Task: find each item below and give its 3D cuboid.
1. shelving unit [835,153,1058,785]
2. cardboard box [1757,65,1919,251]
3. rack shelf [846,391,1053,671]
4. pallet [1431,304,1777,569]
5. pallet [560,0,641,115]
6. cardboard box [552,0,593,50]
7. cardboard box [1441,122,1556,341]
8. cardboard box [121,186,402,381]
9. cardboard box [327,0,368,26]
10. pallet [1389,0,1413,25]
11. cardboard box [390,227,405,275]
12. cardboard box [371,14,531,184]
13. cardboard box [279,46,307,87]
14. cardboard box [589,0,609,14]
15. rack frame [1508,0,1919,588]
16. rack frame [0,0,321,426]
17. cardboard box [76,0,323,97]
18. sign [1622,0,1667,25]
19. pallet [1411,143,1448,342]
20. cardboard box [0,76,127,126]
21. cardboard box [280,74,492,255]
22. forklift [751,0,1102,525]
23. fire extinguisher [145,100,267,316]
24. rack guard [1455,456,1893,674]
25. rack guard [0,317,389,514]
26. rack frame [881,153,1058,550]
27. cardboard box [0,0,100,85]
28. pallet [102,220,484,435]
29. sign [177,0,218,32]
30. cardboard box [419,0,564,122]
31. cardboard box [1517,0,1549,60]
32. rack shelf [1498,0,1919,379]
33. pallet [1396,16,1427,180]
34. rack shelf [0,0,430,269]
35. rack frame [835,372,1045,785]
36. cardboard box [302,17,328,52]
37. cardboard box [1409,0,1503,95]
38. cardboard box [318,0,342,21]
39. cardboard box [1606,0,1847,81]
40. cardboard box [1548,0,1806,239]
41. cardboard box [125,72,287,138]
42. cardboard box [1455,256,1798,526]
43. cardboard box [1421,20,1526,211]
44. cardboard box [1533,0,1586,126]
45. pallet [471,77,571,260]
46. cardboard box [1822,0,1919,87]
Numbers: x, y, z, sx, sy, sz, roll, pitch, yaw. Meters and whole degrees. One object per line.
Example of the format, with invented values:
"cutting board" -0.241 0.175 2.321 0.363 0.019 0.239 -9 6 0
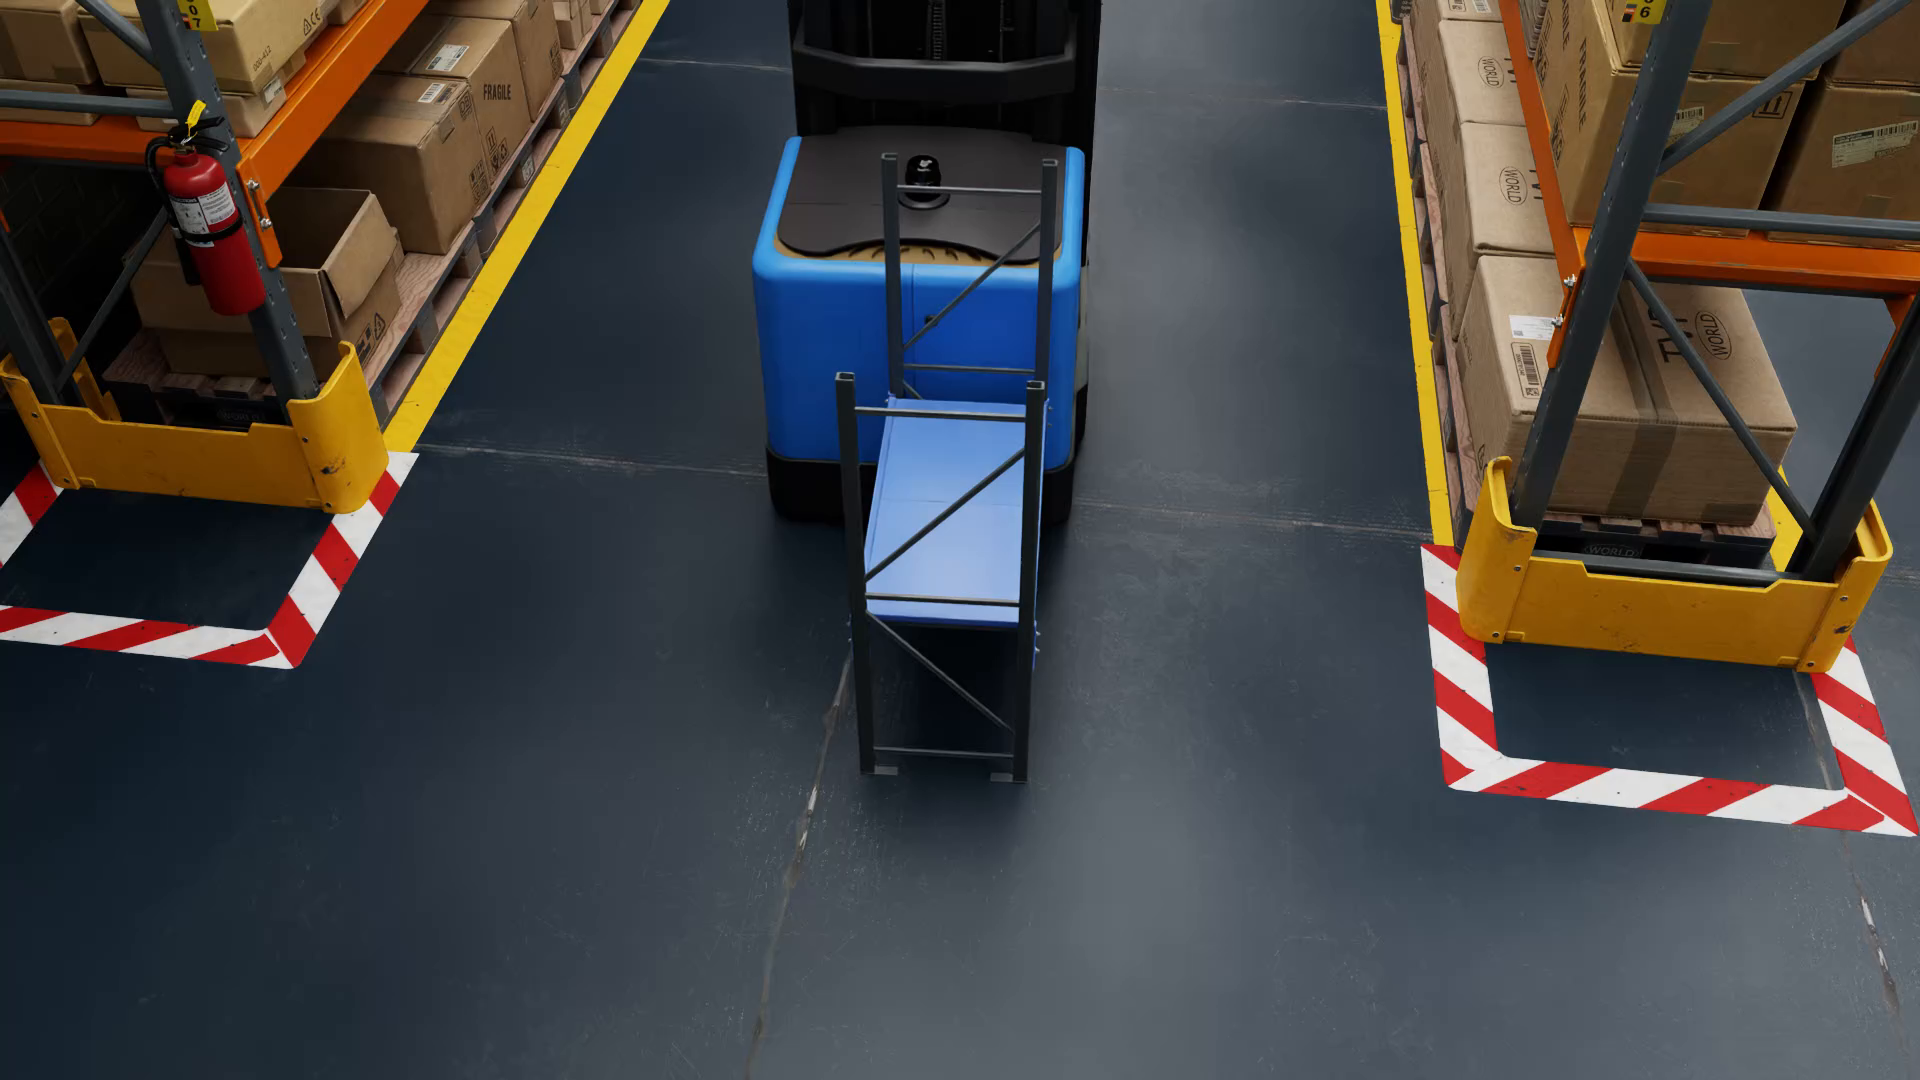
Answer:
"shelving unit" -0.010 -0.184 4.854 0.538 1.500 1.048 3 44 3
"cardboard box" 2.588 -1.182 4.744 0.500 0.500 0.500 5 44 5
"rack shelf" -0.010 -0.054 4.977 0.538 0.185 1.000 3 44 3
"pallet" 2.268 -0.384 6.002 1.003 0.211 1.213 5 44 6
"pallet" -2.244 -2.539 8.278 1.003 0.211 1.213 5 44 6
"cardboard box" -1.982 -2.529 7.923 0.396 0.266 0.258 7 44 7
"cardboard box" 2.340 -1.150 6.341 0.875 0.438 0.875 6 44 7
"cardboard box" -2.506 -0.947 6.079 0.797 0.503 0.637 4 44 4
"cardboard box" -2.283 -1.928 5.787 0.380 0.149 0.250 7 44 7
"pallet" 2.796 -3.091 8.861 1.003 0.211 1.213 5 44 6
"cardboard box" -2.411 -1.105 6.503 0.380 0.149 0.250 4 44 4
"cardboard box" -2.186 -1.876 7.063 0.500 0.500 0.500 6 44 6
"cardboard box" -2.378 -1.579 5.418 0.380 0.149 0.250 6 44 7
"cardboard box" -1.935 -2.730 8.220 0.380 0.149 0.250 4 44 4
"rack frame" 2.240 -0.845 4.460 1.000 3.000 0.127 5 44 6
"rack frame" -2.681 -1.293 4.934 1.000 3.000 0.127 5 44 6
"cardboard box" -2.354 -1.631 5.184 0.500 0.250 0.500 5 44 6
"sign" 1.704 -1.410 4.043 0.100 0.325 0.005 5 44 6
"pallet" 2.432 -1.213 6.878 1.003 0.211 1.213 5 44 6
"cardboard box" -2.903 -1.452 5.285 0.380 0.149 0.250 5 44 5
"cardboard box" -2.355 -1.525 6.692 0.700 0.500 0.500 7 44 7
"forklift" -0.034 -2.121 5.858 1.130 2.935 3.031 3 44 3
"fire extinguisher" -2.242 -0.987 4.939 0.296 0.674 0.183 5 44 6
"rack guard" 2.236 0.079 5.302 1.175 0.500 0.348 5 44 6
"rack guard" -2.671 -0.437 5.848 1.175 0.500 0.348 5 44 6
"rack frame" 0.027 -0.533 5.222 0.500 1.500 0.032 3 44 3
"cardboard box" -2.883 -1.684 5.240 0.500 0.250 0.500 6 44 7
"pallet" -2.566 -0.876 6.522 1.003 0.211 1.213 5 44 6
"sign" -2.143 -1.558 4.584 0.100 0.325 0.005 5 44 6
"cardboard box" -2.217 -2.233 7.439 0.700 0.500 0.500 4 44 4
"cardboard box" 2.181 -1.926 5.529 0.500 0.500 0.500 6 44 7
"rack shelf" 2.504 -1.946 6.147 1.077 0.370 4.000 5 44 6
"pallet" 2.590 -2.047 7.758 1.003 0.211 1.213 5 44 6
"rack shelf" -2.417 -2.395 6.621 1.077 0.370 4.000 5 44 6
"rack frame" -0.048 0.164 4.486 0.500 1.500 0.032 3 44 3
"cardboard box" -2.377 -1.761 5.611 0.380 0.149 0.250 5 44 5
"cardboard box" 2.579 -2.375 7.634 0.875 0.438 0.875 5 44 5
"cardboard box" -2.287 -1.975 5.547 0.500 0.250 0.500 6 44 6
"cardboard box" 2.067 -1.594 4.452 0.500 0.500 0.500 7 44 7
"cardboard box" 2.041 -1.234 4.799 0.500 0.500 0.500 5 44 6
"cardboard box" -2.366 -1.401 5.231 0.380 0.149 0.250 5 44 5
"cardboard box" 2.228 -0.526 5.681 0.875 0.438 0.875 4 44 4
"cardboard box" 2.461 -1.764 6.990 0.875 0.438 0.875 4 44 4
"cardboard box" 2.122 -1.574 5.158 0.500 0.500 0.500 4 44 5
"pallet" -2.403 -1.705 7.397 1.003 0.211 1.213 5 44 6
"cardboard box" 2.585 -1.545 4.400 0.500 0.500 0.500 4 44 5
